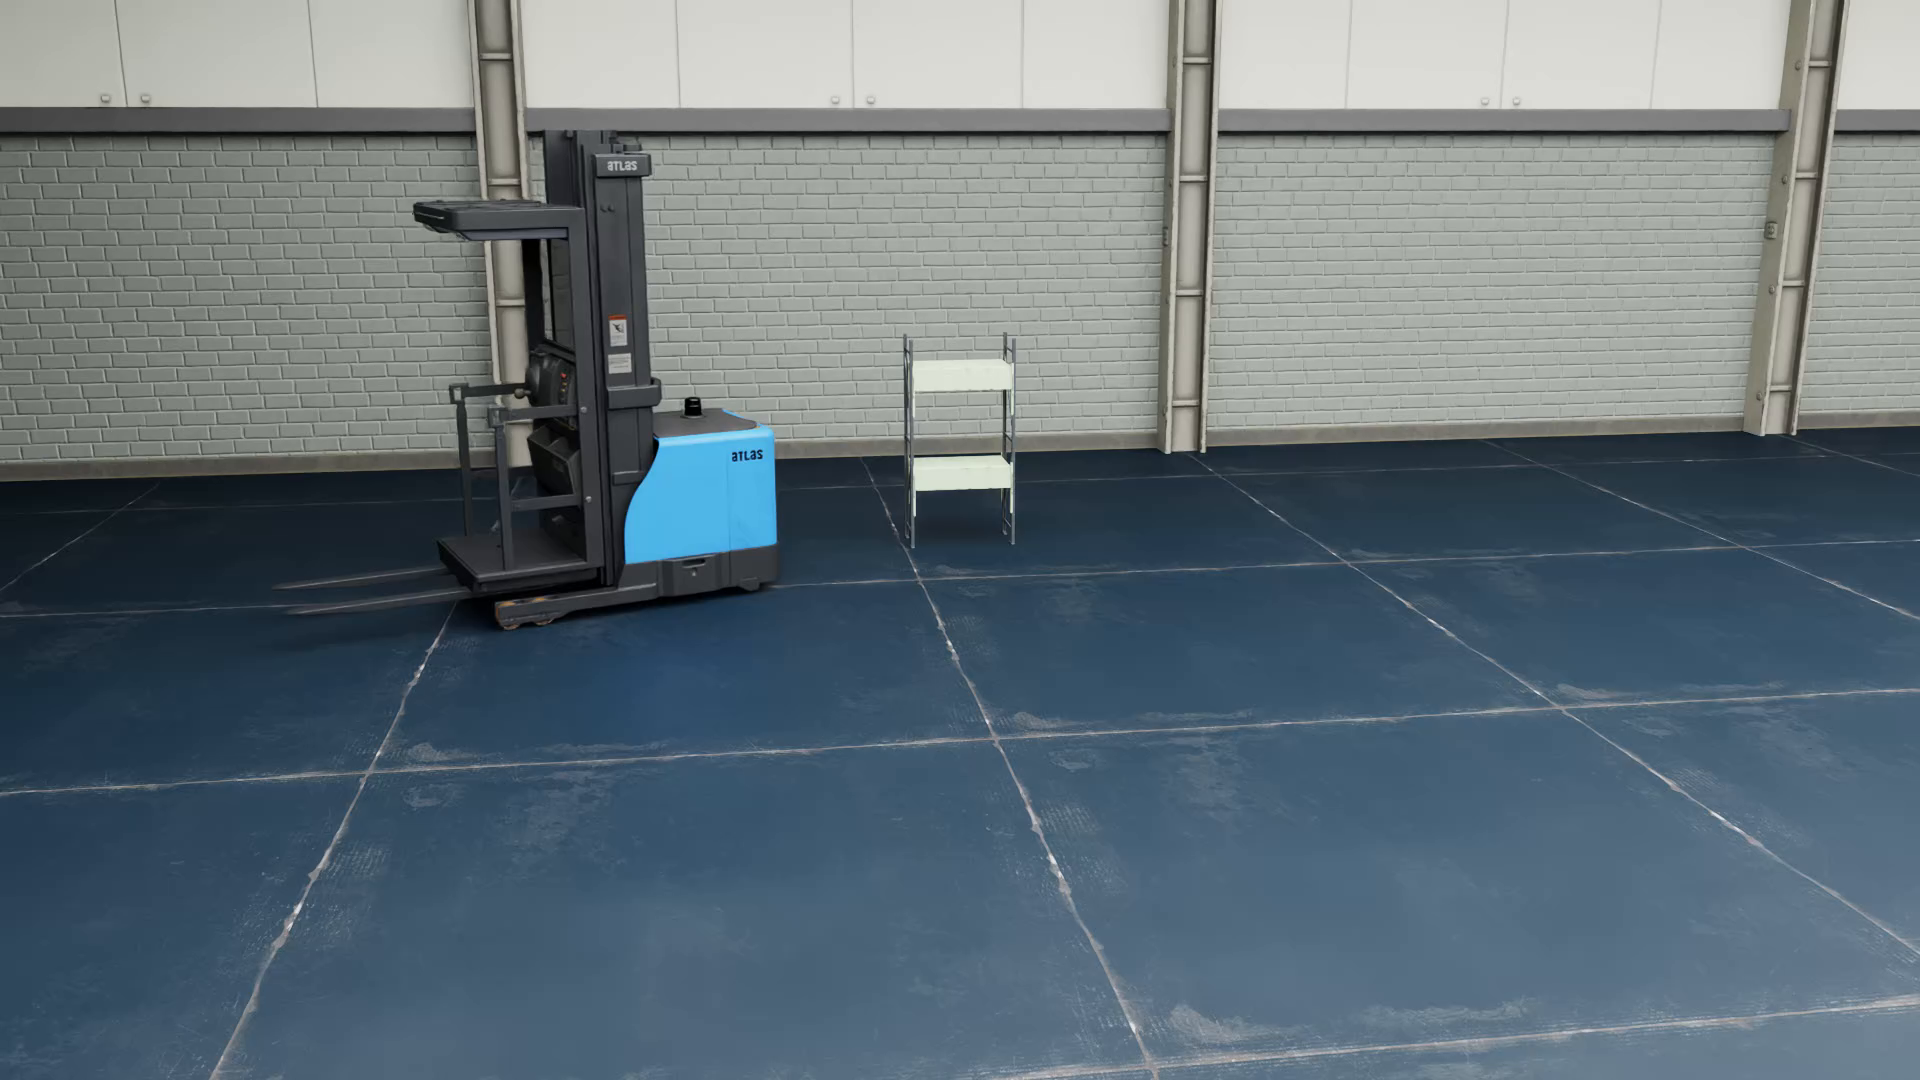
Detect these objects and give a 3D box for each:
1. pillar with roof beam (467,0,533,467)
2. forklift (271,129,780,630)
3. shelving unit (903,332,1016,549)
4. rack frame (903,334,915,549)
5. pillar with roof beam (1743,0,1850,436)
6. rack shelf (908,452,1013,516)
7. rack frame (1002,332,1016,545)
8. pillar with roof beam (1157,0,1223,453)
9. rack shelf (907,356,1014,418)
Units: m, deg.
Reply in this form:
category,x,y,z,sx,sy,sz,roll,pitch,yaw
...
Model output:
category,x,y,z,sx,sy,sz,roll,pitch,yaw
pillar with roof beam,-3.218,-3.959,9.507,0.400,9.000,9.100,-2,14,-8
forklift,-2.724,-1.026,10.289,3.031,2.935,1.130,-8,16,-28
shelving unit,-0.007,-0.727,12.038,0.755,1.500,0.431,-2,14,-8
rack frame,-0.369,-0.714,11.986,0.023,1.500,0.400,-2,14,-8
pillar with roof beam,8.648,-4.393,11.241,0.400,9.000,9.100,-2,14,-8
rack shelf,-0.007,-0.411,12.118,0.720,0.370,0.431,-2,14,-8
rack frame,0.355,-0.740,12.091,0.023,1.500,0.400,-2,14,-8
pillar with roof beam,2.715,-4.176,10.374,0.400,9.000,9.100,-2,14,-8
rack shelf,-0.007,-1.106,11.943,0.720,0.370,0.431,-2,14,-8
